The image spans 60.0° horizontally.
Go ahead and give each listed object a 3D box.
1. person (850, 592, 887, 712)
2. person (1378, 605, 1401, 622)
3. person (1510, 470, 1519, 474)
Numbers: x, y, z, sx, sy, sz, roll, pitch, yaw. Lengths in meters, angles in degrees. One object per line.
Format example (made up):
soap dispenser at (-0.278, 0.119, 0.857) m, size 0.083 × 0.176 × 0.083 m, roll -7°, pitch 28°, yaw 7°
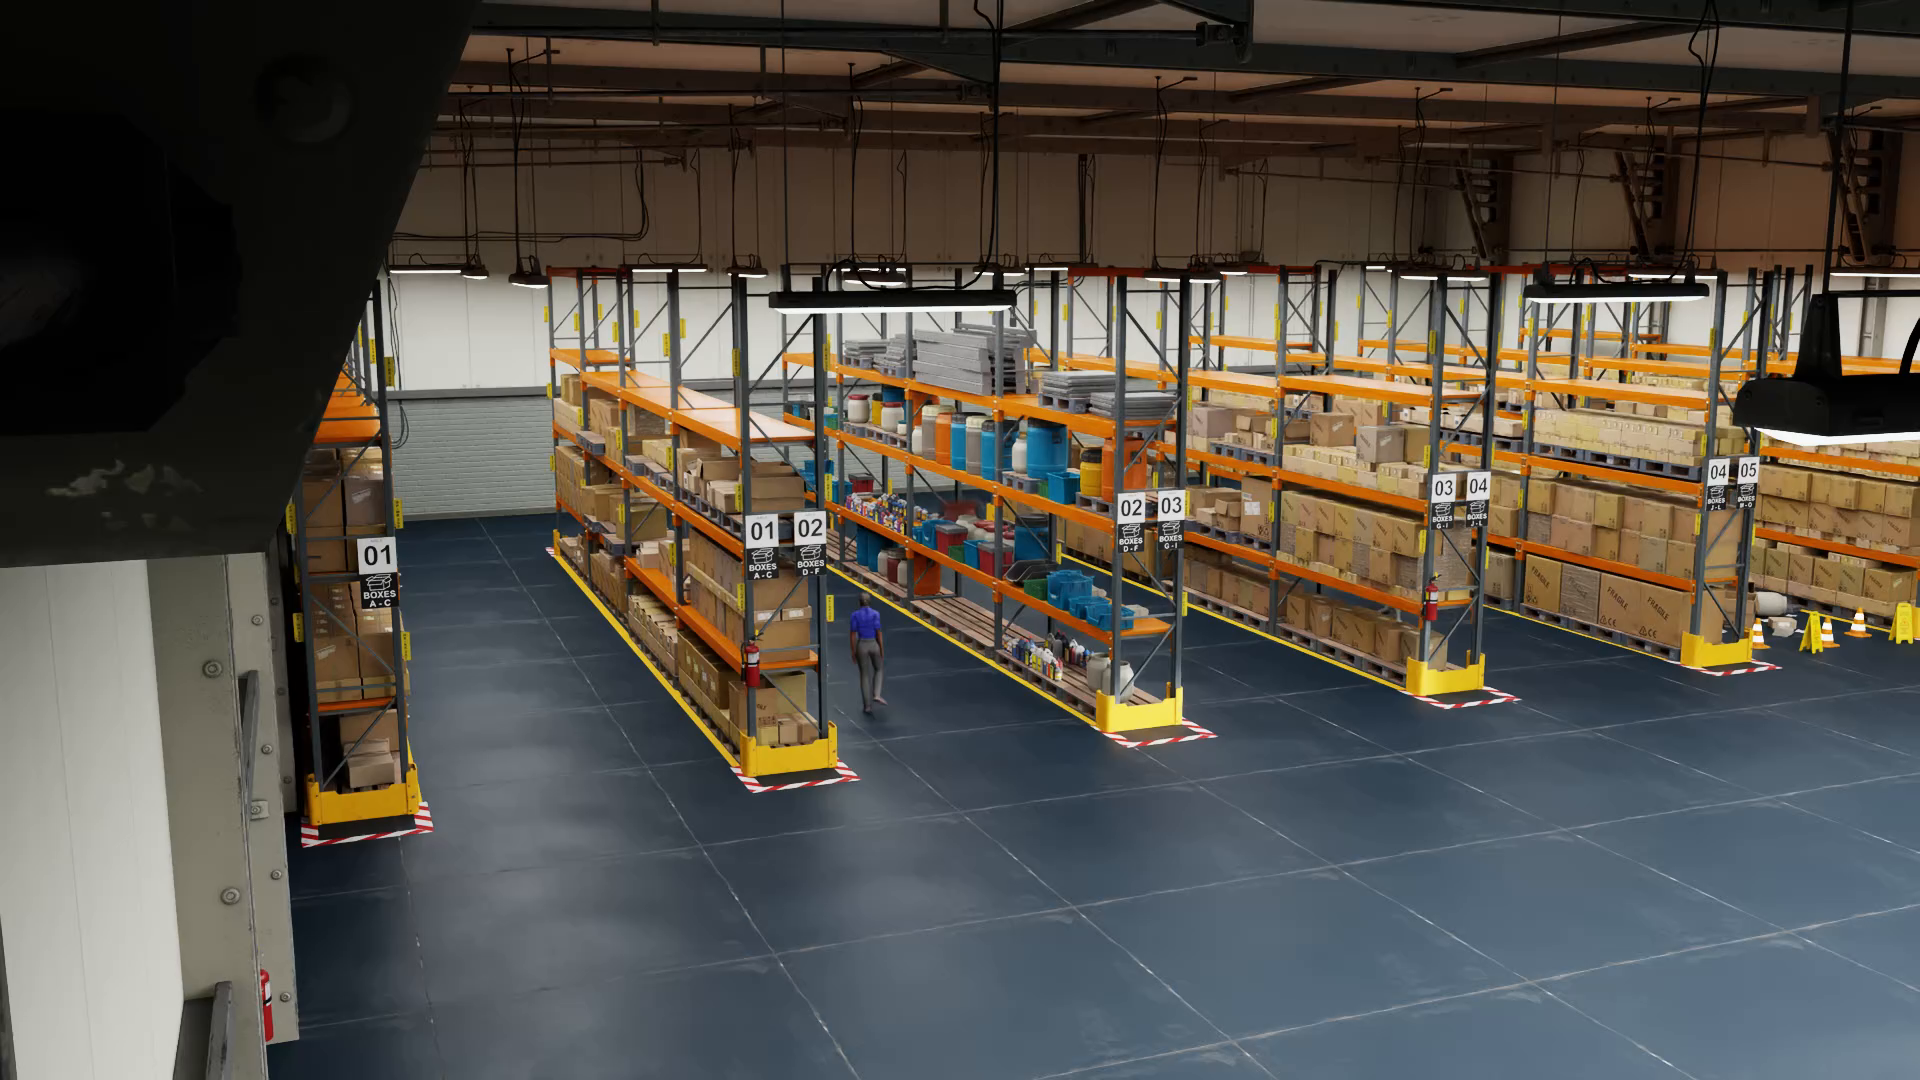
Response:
person at (-1.270, 1.546, 23.036) m, size 0.497 × 1.629 × 0.448 m, roll -1°, pitch 10°, yaw -4°
person at (7.232, 0.701, 27.826) m, size 0.554 × 1.673 × 1.055 m, roll -3°, pitch 10°, yaw -17°
person at (11.654, -0.546, 34.788) m, size 0.522 × 1.810 × 0.576 m, roll -8°, pitch 13°, yaw -39°
